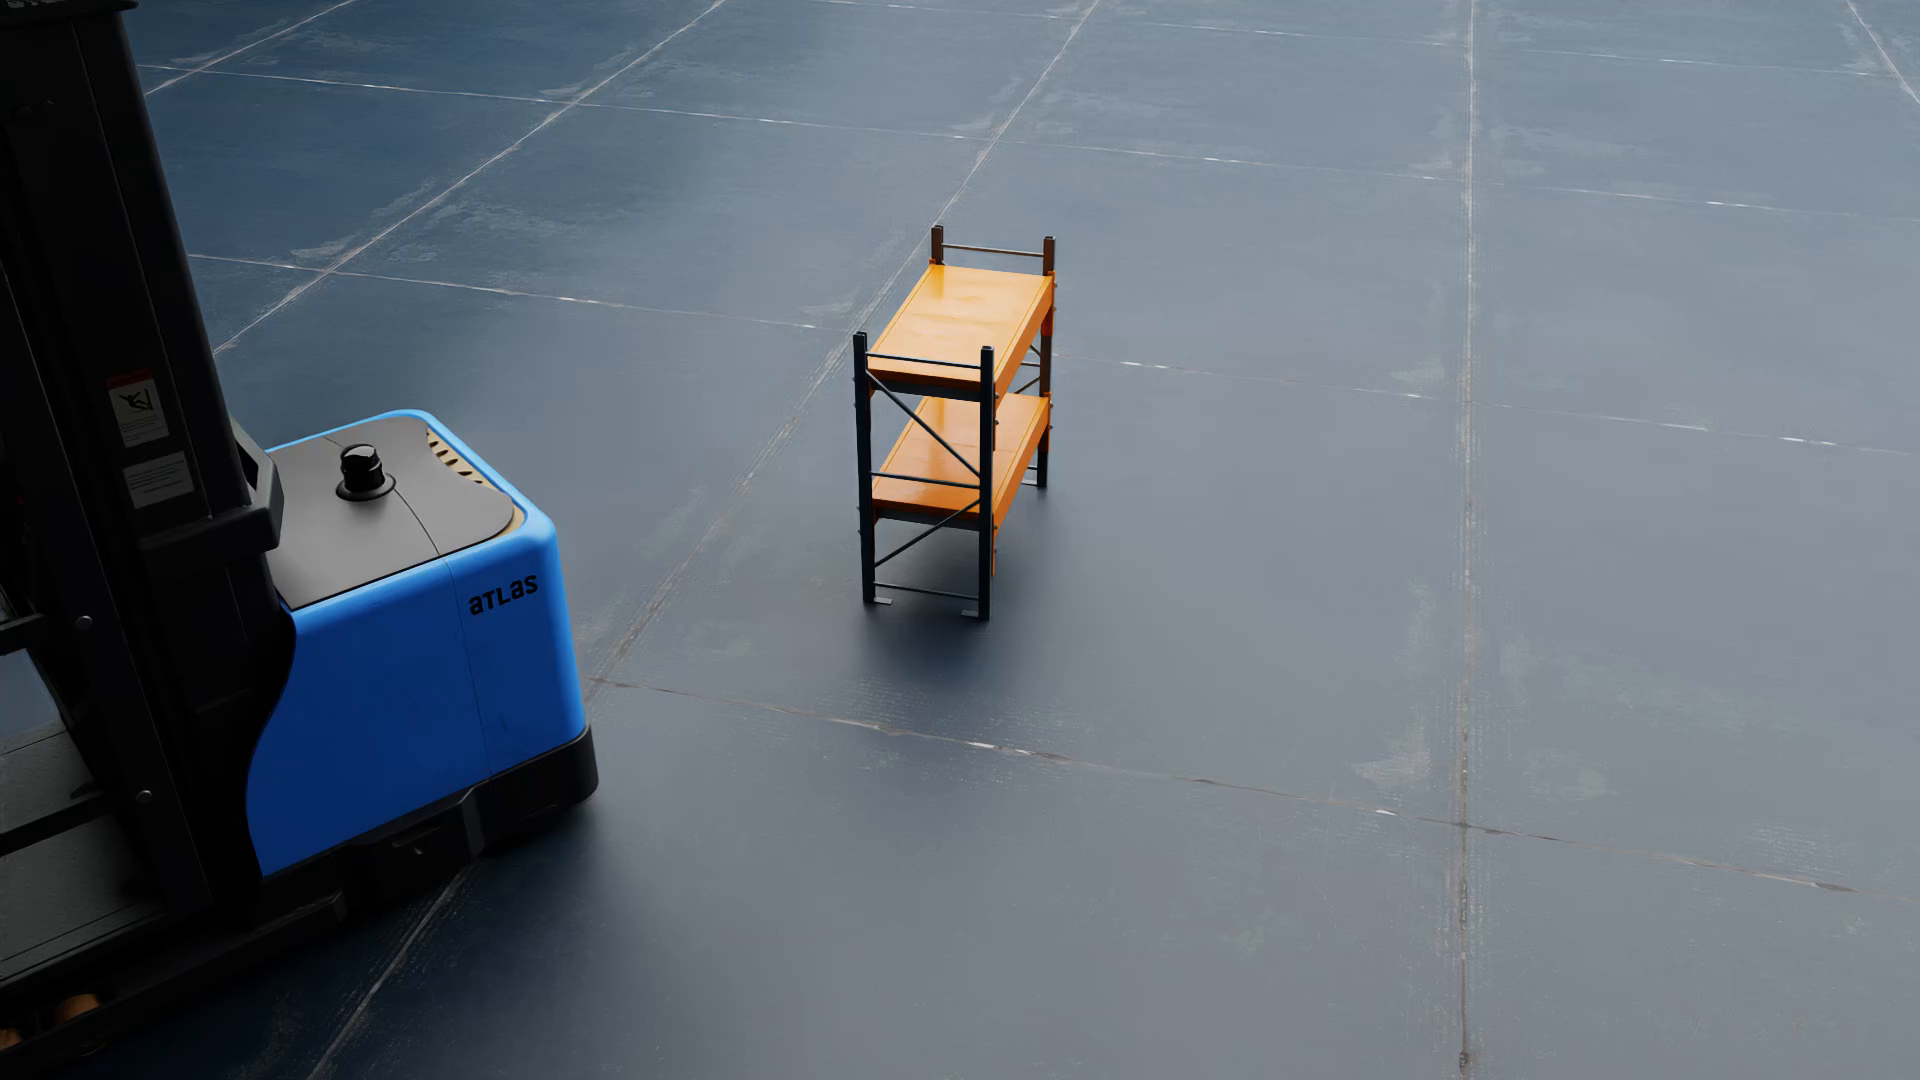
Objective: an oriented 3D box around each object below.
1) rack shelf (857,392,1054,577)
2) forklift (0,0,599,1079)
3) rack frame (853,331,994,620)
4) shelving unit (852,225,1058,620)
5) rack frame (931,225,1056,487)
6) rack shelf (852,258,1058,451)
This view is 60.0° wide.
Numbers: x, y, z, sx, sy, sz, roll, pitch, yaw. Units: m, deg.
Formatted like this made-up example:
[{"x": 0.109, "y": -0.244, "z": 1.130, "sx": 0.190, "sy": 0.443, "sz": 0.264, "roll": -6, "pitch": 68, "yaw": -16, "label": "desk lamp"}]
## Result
[{"x": 0.002, "y": -0.272, "z": 6.585, "sx": 0.538, "sy": 0.278, "sz": 1.000, "roll": 8, "pitch": 33, "yaw": 12, "label": "rack shelf"}, {"x": -2.634, "y": -0.086, "z": 4.153, "sx": 3.031, "sy": 2.935, "sz": 1.130, "roll": -23, "pitch": 39, "yaw": -32, "label": "forklift"}, {"x": -0.127, "y": -0.214, "z": 6.039, "sx": 0.500, "sy": 1.125, "sz": 0.032, "roll": 8, "pitch": 33, "yaw": 12, "label": "rack frame"}, {"x": 0.002, "y": -0.478, "z": 6.454, "sx": 0.538, "sy": 1.125, "sz": 1.048, "roll": 8, "pitch": 33, "yaw": 12, "label": "shelving unit"}, {"x": 0.131, "y": -0.742, "z": 6.869, "sx": 0.500, "sy": 1.125, "sz": 0.032, "roll": 8, "pitch": 33, "yaw": 12, "label": "rack frame"}, {"x": 0.002, "y": -0.725, "z": 6.297, "sx": 0.538, "sy": 0.278, "sz": 1.000, "roll": 8, "pitch": 33, "yaw": 12, "label": "rack shelf"}]
